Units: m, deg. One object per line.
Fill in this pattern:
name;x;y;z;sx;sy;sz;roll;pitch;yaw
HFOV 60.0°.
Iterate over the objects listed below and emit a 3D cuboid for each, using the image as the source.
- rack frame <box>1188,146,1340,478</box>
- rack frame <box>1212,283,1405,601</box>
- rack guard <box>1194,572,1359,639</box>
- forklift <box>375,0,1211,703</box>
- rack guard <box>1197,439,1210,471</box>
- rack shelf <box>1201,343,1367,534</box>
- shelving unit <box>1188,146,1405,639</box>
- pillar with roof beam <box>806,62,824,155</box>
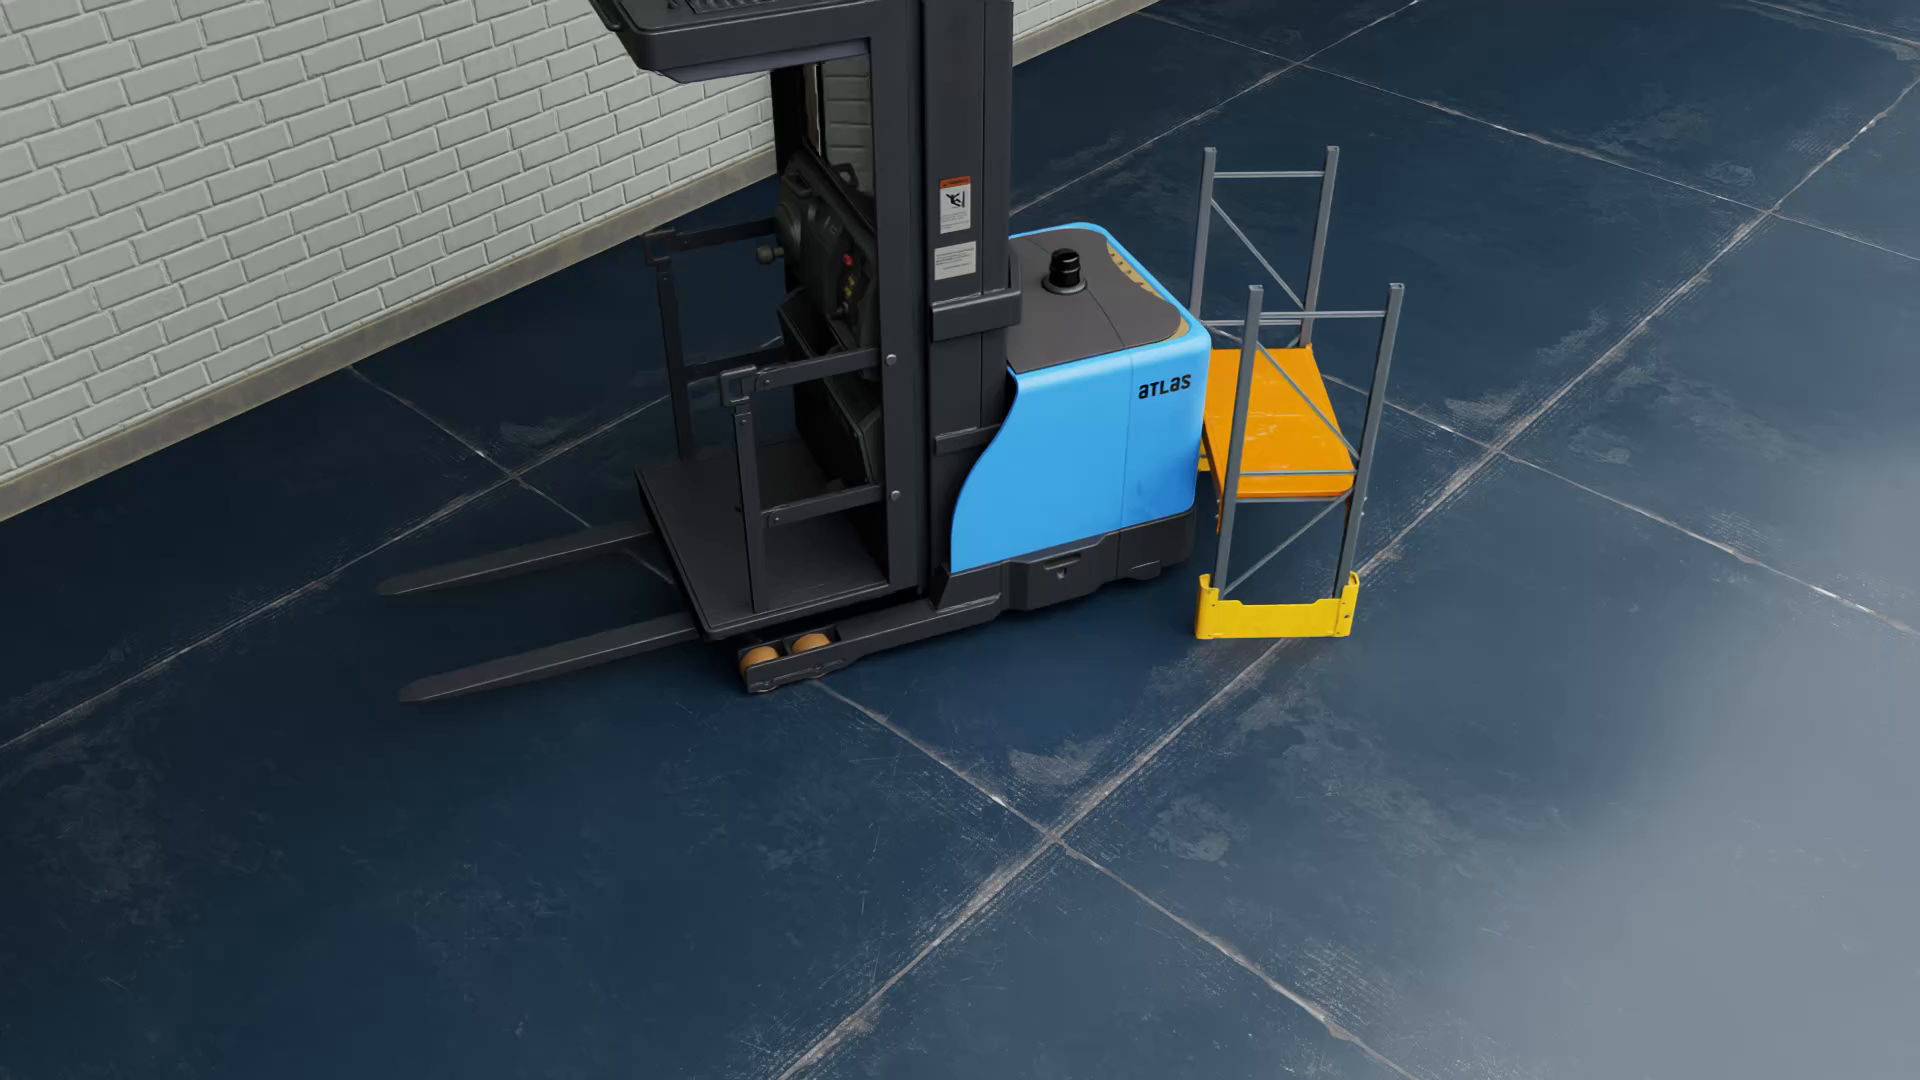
rack frame;1.156;-0.864;6.631;0.500;1.500;0.032;-1;39;-1
rack frame;1.184;-0.231;5.836;0.500;1.500;0.032;-1;39;-1
rack guard;1.183;0.246;6.240;0.587;0.250;0.087;-1;39;-1
forklift;-0.646;-0.968;5.612;3.031;2.935;1.130;-14;41;-17
rack guard;1.156;-0.374;7.019;0.587;0.250;0.087;-1;39;-1
rack shelf;1.170;-0.407;6.346;0.538;0.185;1.000;-1;39;-1
shelving unit;1.170;-0.553;6.241;0.587;1.500;1.083;-1;39;-1
pillar with roof beam;2.429;-3.861;4.375;9.100;9.000;0.400;30;47;32
